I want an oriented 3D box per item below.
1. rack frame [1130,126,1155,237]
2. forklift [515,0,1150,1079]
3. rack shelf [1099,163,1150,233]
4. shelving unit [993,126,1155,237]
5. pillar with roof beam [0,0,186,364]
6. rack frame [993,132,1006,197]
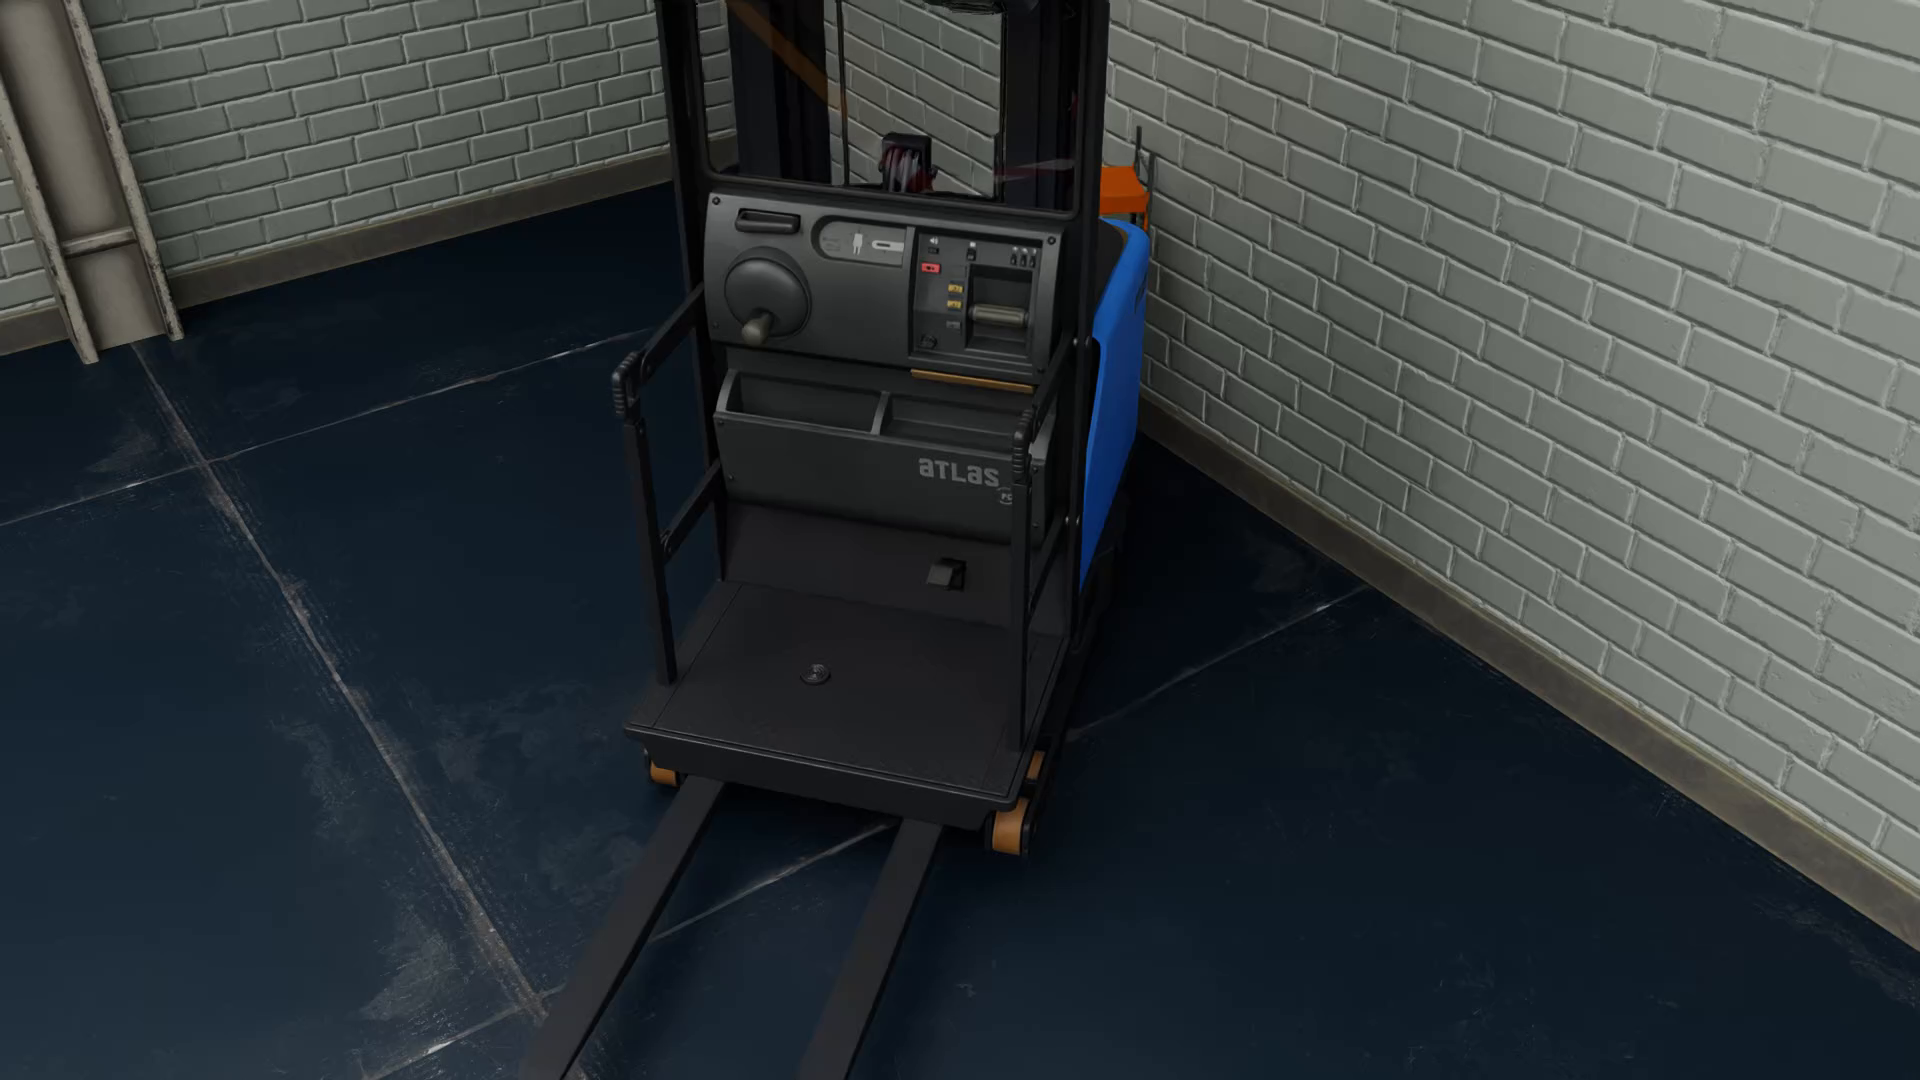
[{"bbox_3d":[0.621,-0.851,5.905,0.015,1.200,0.240,-4,36,-5],"label":"rack frame"},{"bbox_3d":[-0.261,-0.584,4.052,1.130,2.935,3.031,9,37,12],"label":"forklift"},{"bbox_3d":[0.379,-1.154,5.654,0.480,0.148,0.258,-4,36,-5],"label":"rack shelf"},{"bbox_3d":[0.379,-0.835,5.883,0.503,1.200,0.258,-4,36,-5],"label":"shelving unit"},{"bbox_3d":[-0.993,-2.449,1.448,0.400,9.000,9.100,-22,41,-28],"label":"pillar with roof beam"},{"bbox_3d":[0.136,-0.819,5.861,0.015,1.200,0.240,-4,36,-5],"label":"rack frame"}]
